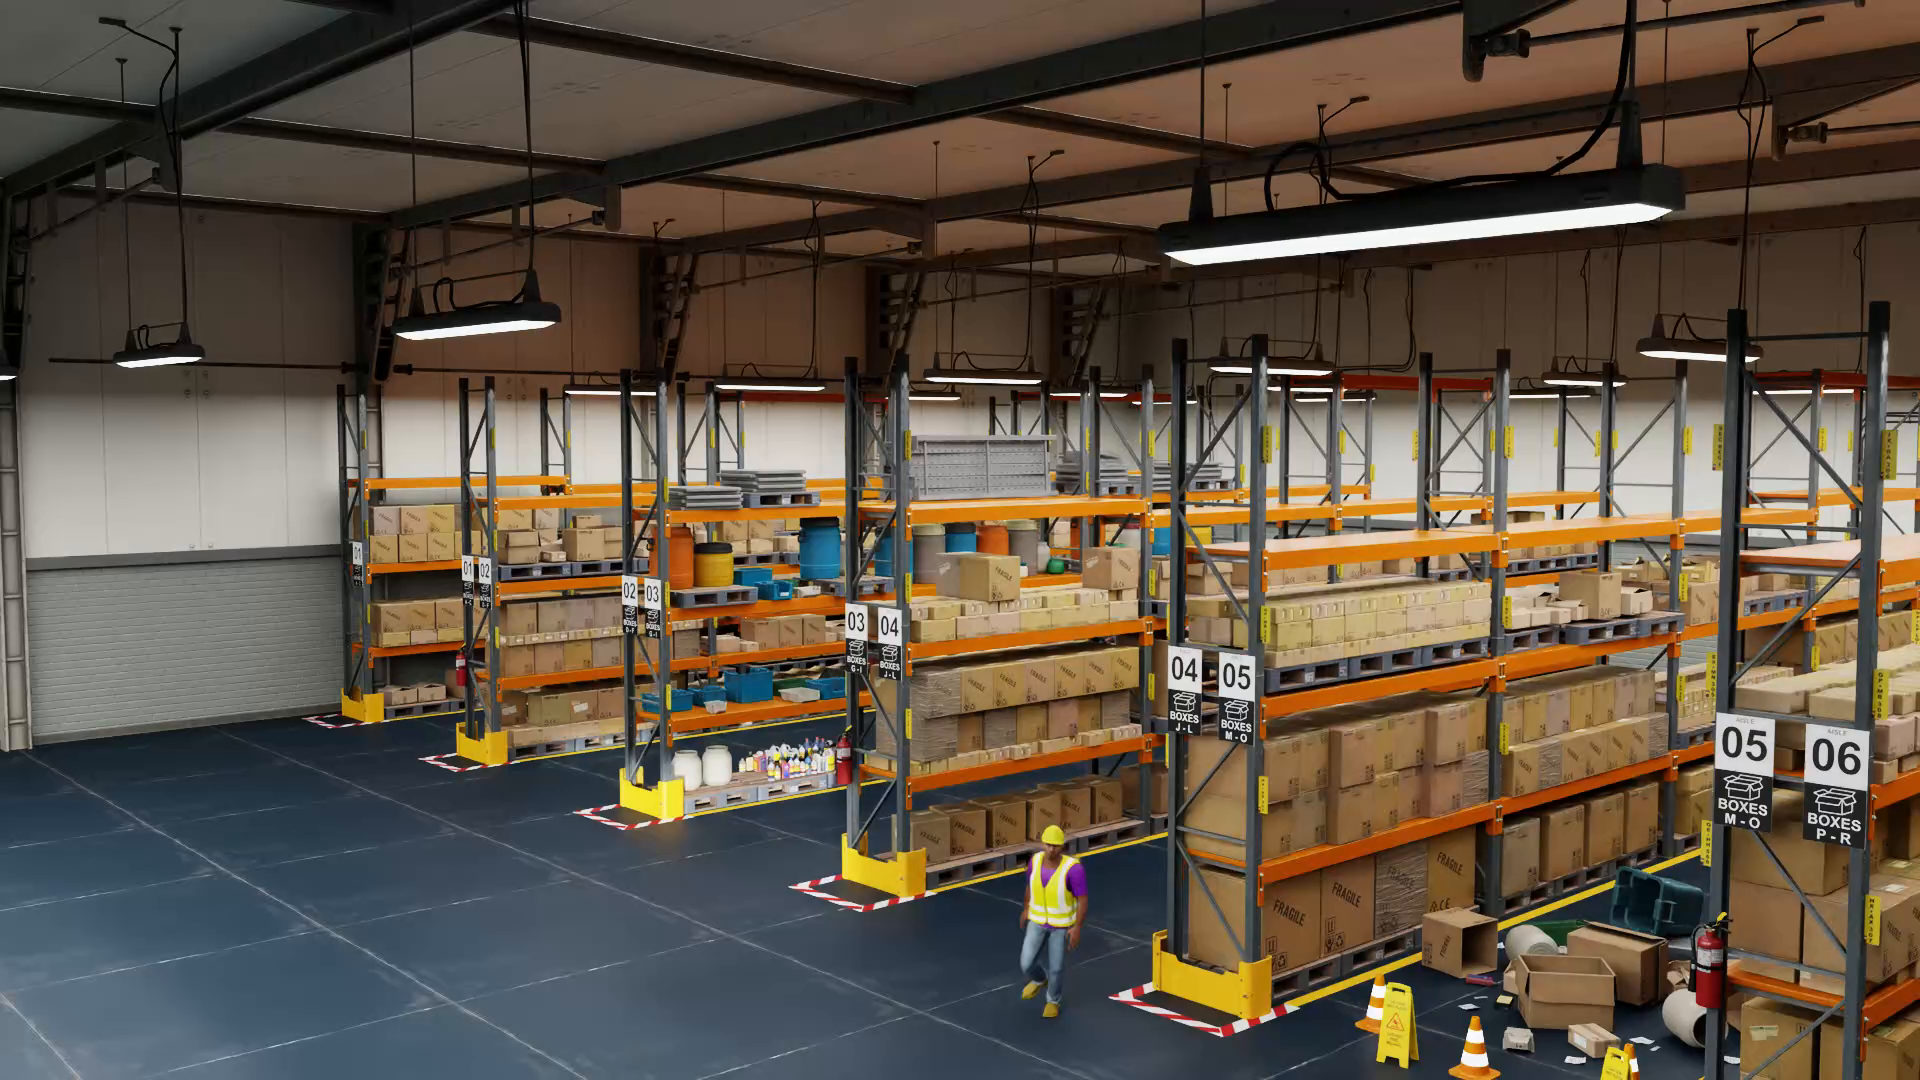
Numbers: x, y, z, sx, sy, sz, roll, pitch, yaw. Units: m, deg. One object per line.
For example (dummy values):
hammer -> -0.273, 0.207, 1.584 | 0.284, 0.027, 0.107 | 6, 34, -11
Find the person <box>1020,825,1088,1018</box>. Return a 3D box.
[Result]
person -> 0.808, 3.343, 14.570 | 0.691, 1.738, 0.574 | 1, 4, 21
